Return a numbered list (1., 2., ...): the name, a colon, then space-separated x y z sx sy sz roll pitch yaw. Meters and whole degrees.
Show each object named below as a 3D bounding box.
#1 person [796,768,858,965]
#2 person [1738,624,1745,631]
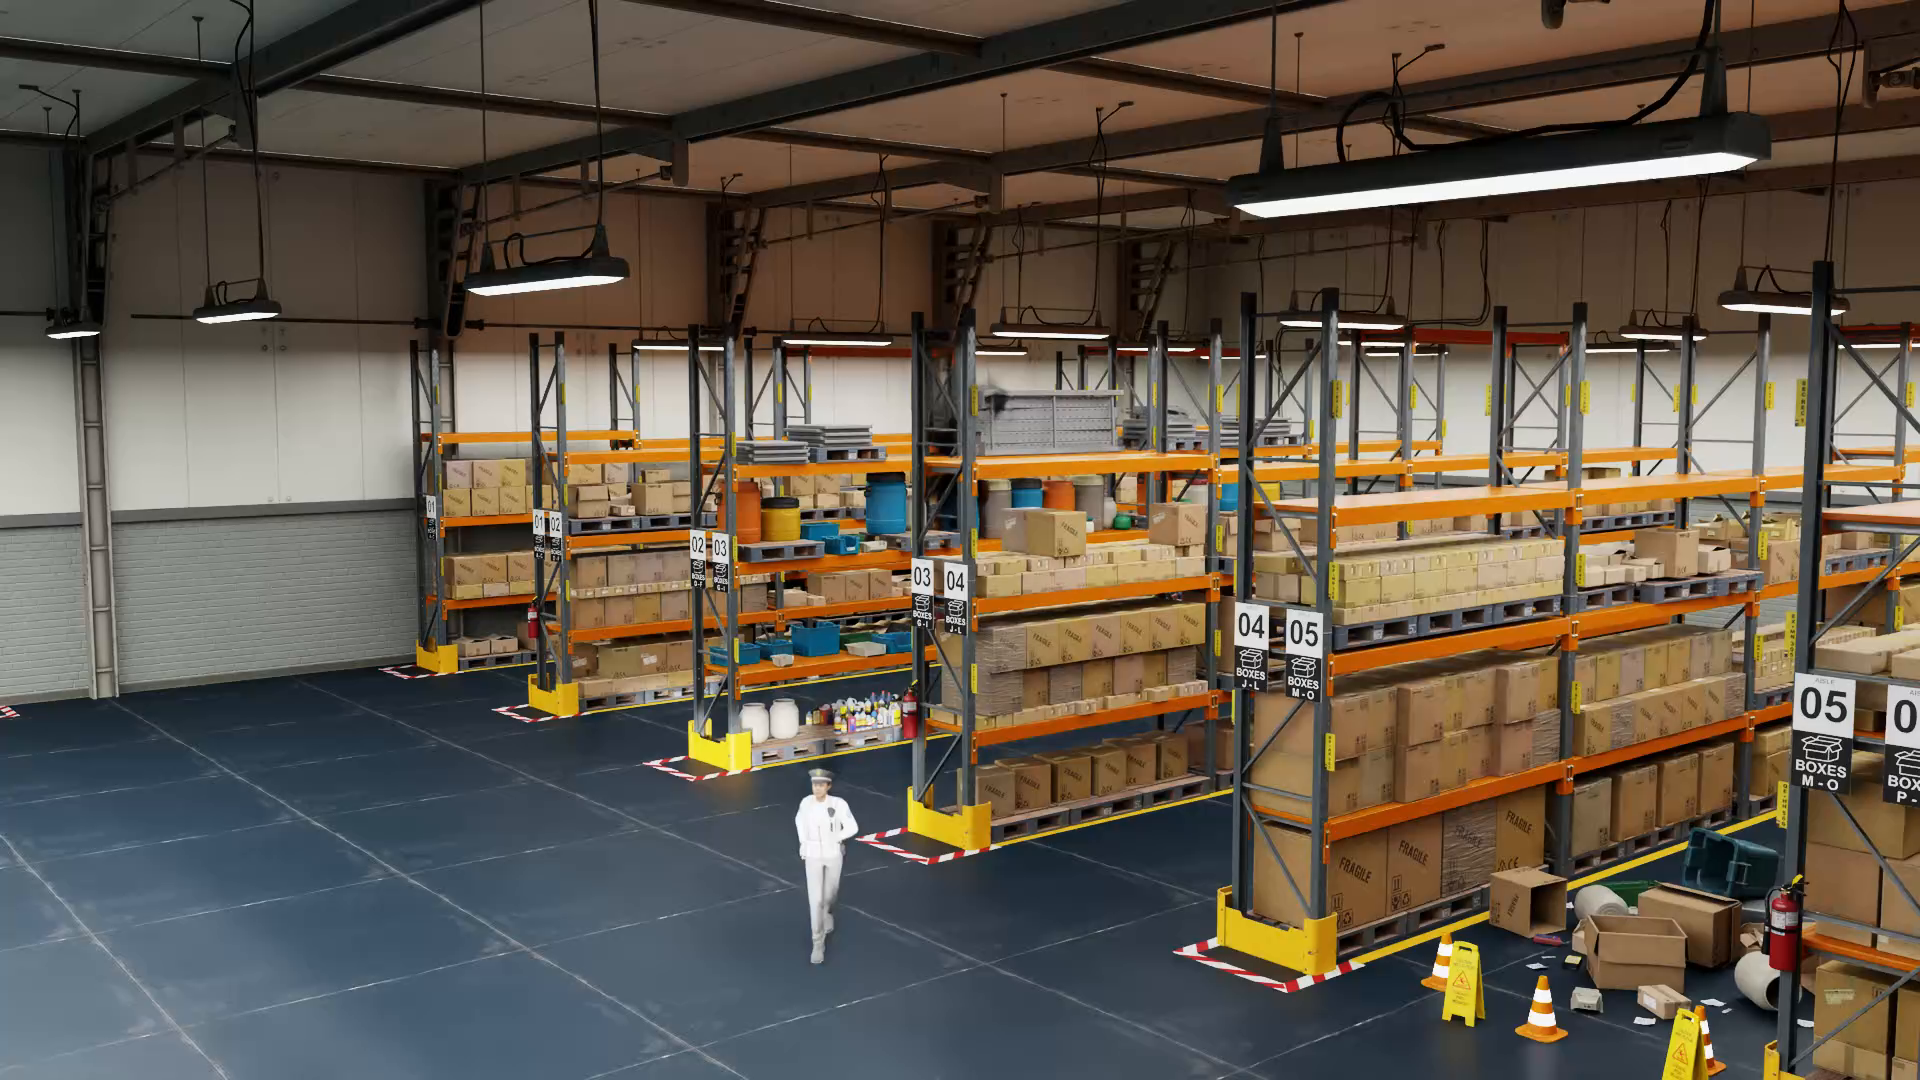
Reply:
1. person: -1.227 2.916 15.223 0.598 1.717 0.844 0 5 1
2. person: 11.539 2.079 24.388 0.652 1.704 0.655 -4 7 -36
